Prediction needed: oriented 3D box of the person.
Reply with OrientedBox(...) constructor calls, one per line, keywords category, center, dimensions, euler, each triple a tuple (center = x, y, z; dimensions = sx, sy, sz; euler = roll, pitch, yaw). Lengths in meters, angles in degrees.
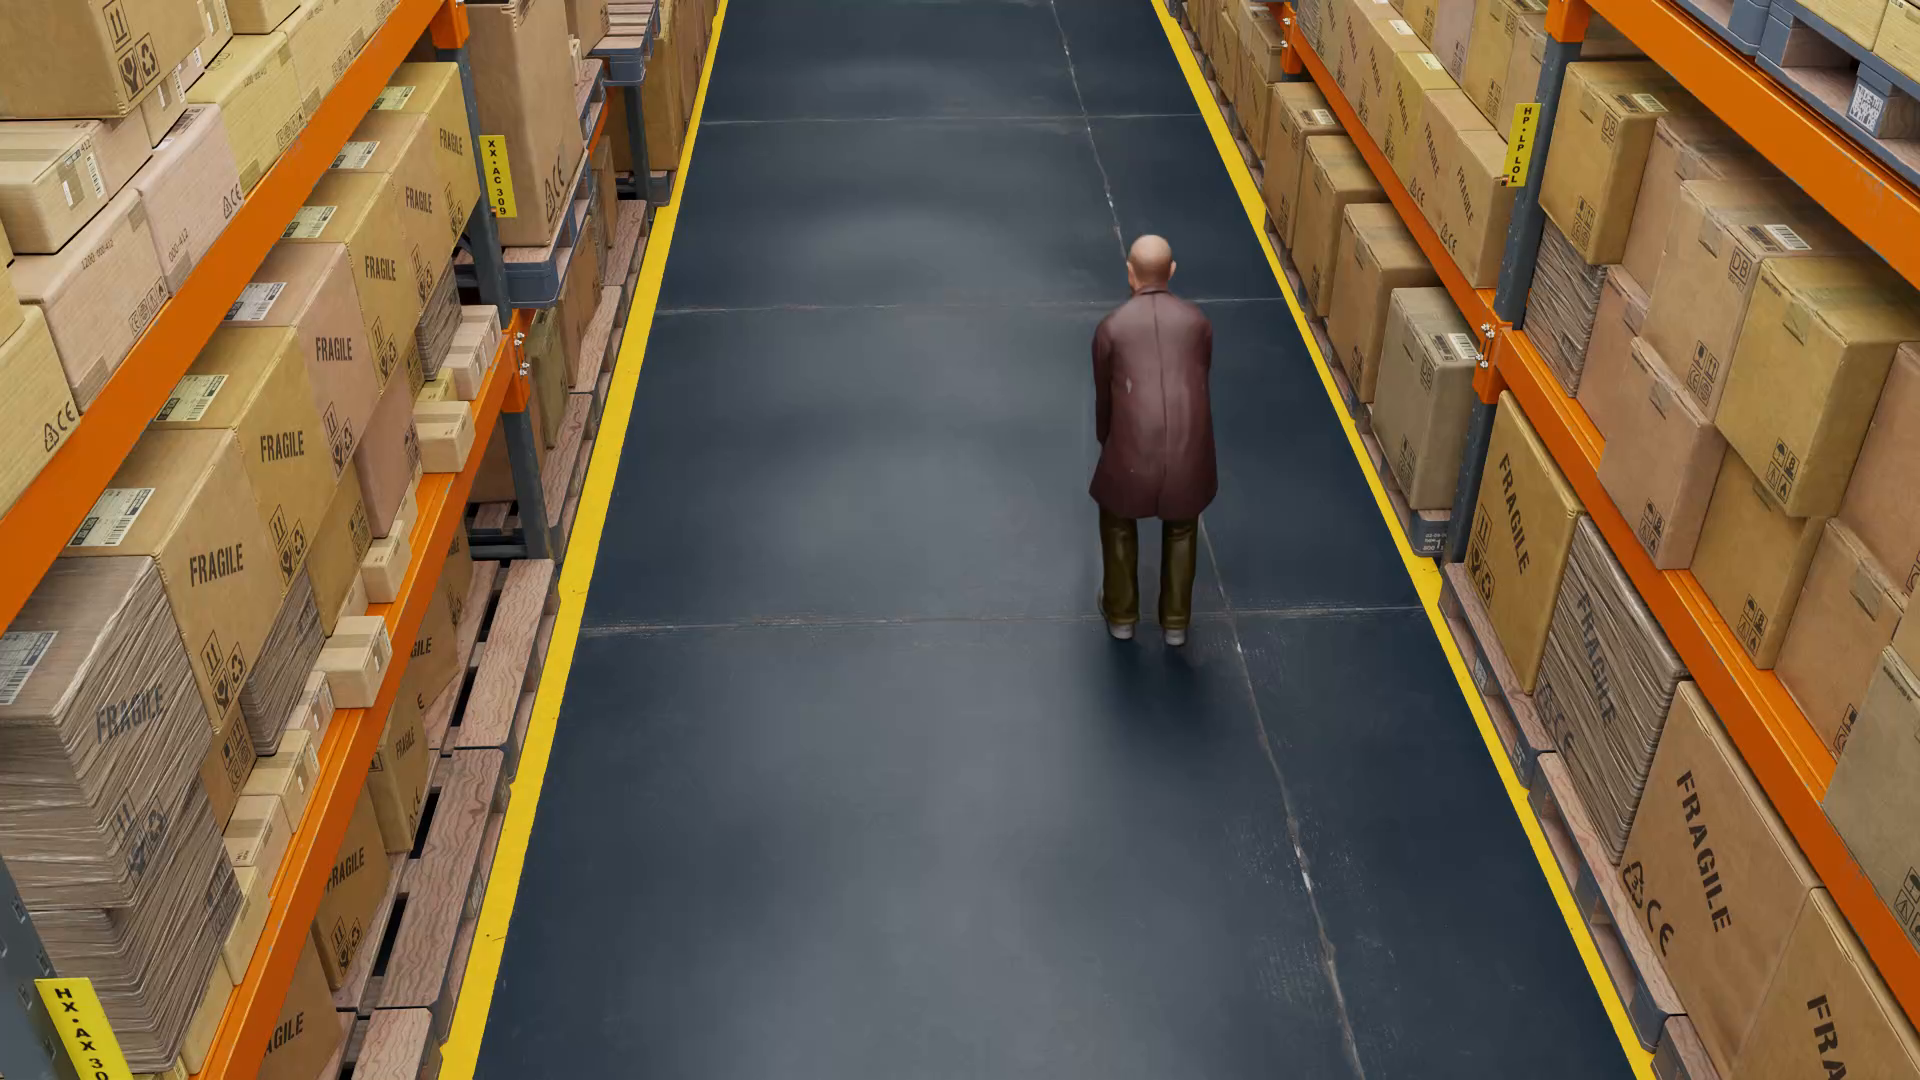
OrientedBox(category="person", center=(0.786, -0.381, 6.799), dimensions=(0.533, 1.680, 0.629), euler=(-2, 35, -3))
